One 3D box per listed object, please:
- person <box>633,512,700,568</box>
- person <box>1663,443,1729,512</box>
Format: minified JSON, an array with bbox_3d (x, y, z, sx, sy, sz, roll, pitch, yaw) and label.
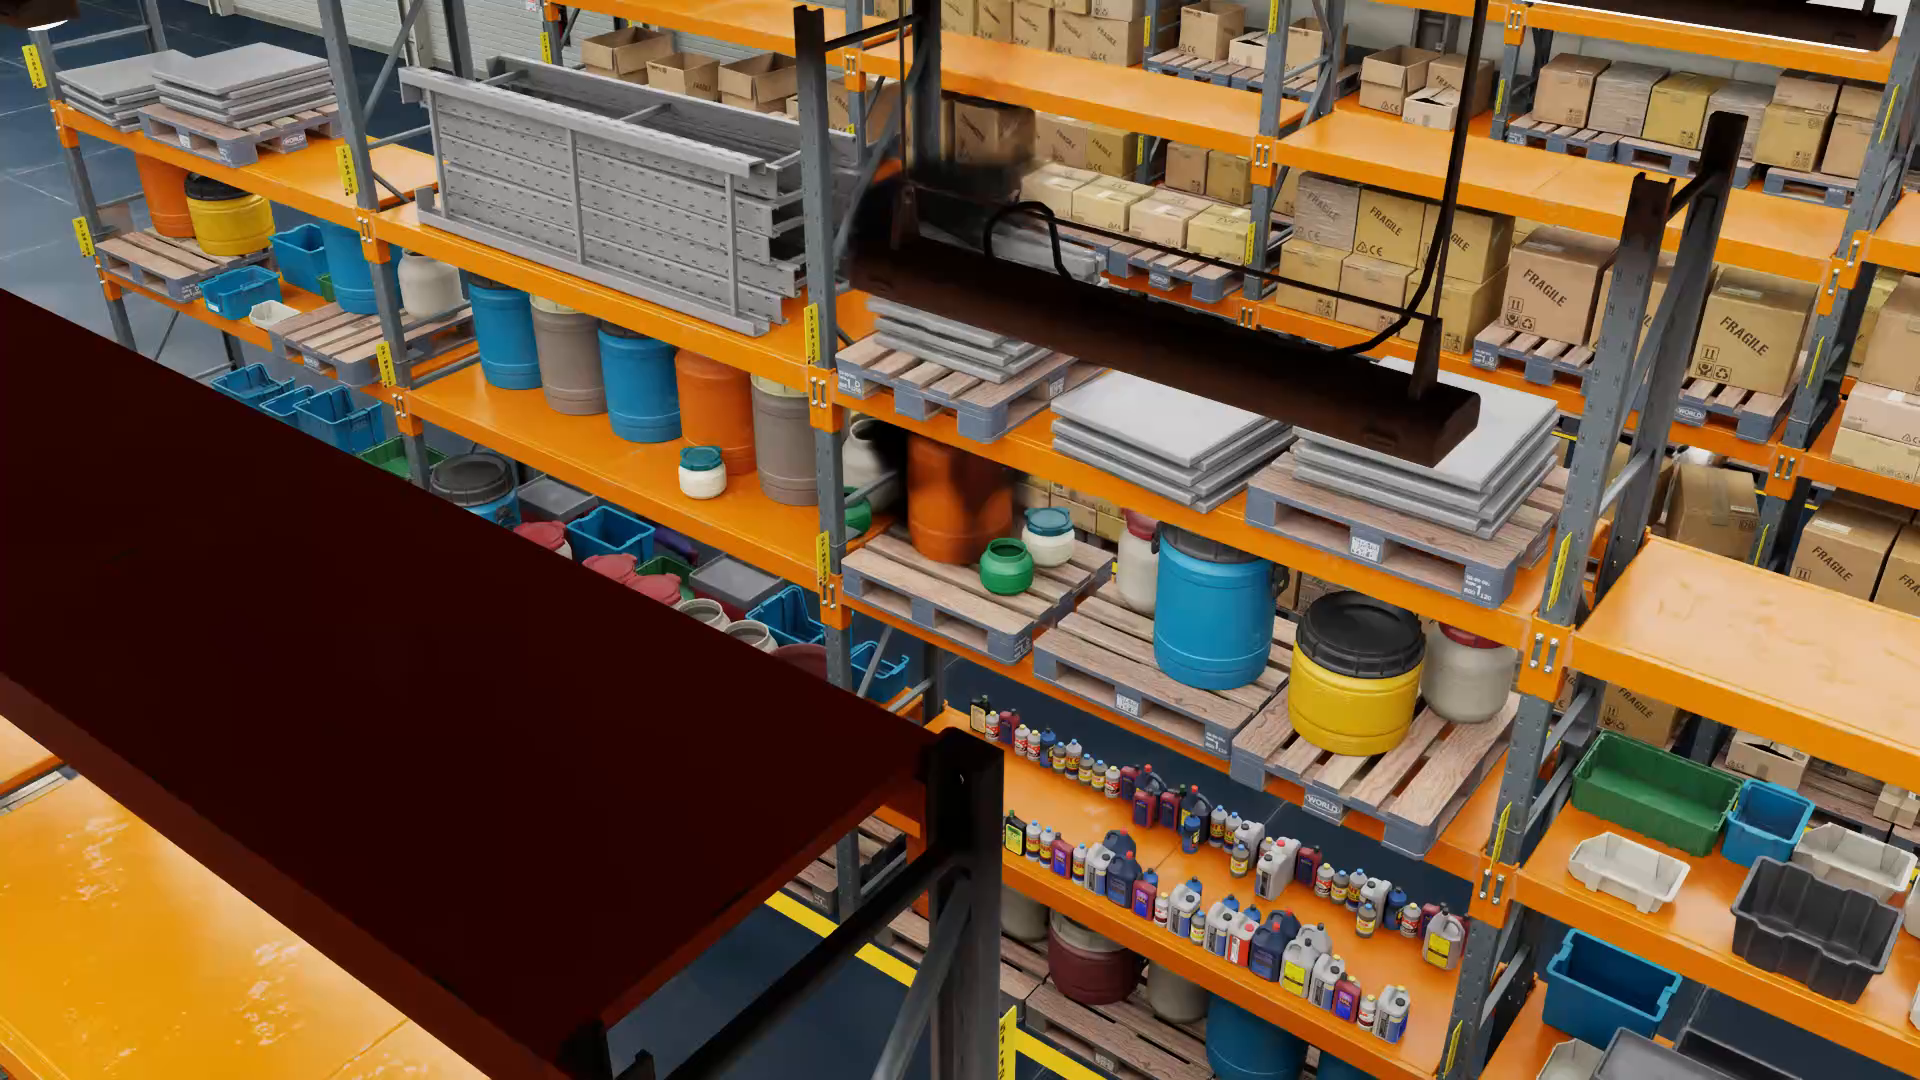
[{"bbox_3d":[-2.631,-0.374,14.408,0.878,1.641,0.613,18,36,26],"label":"person"},{"bbox_3d":[6.256,-0.388,14.296,0.927,1.647,0.611,16,35,24],"label":"person"}]
